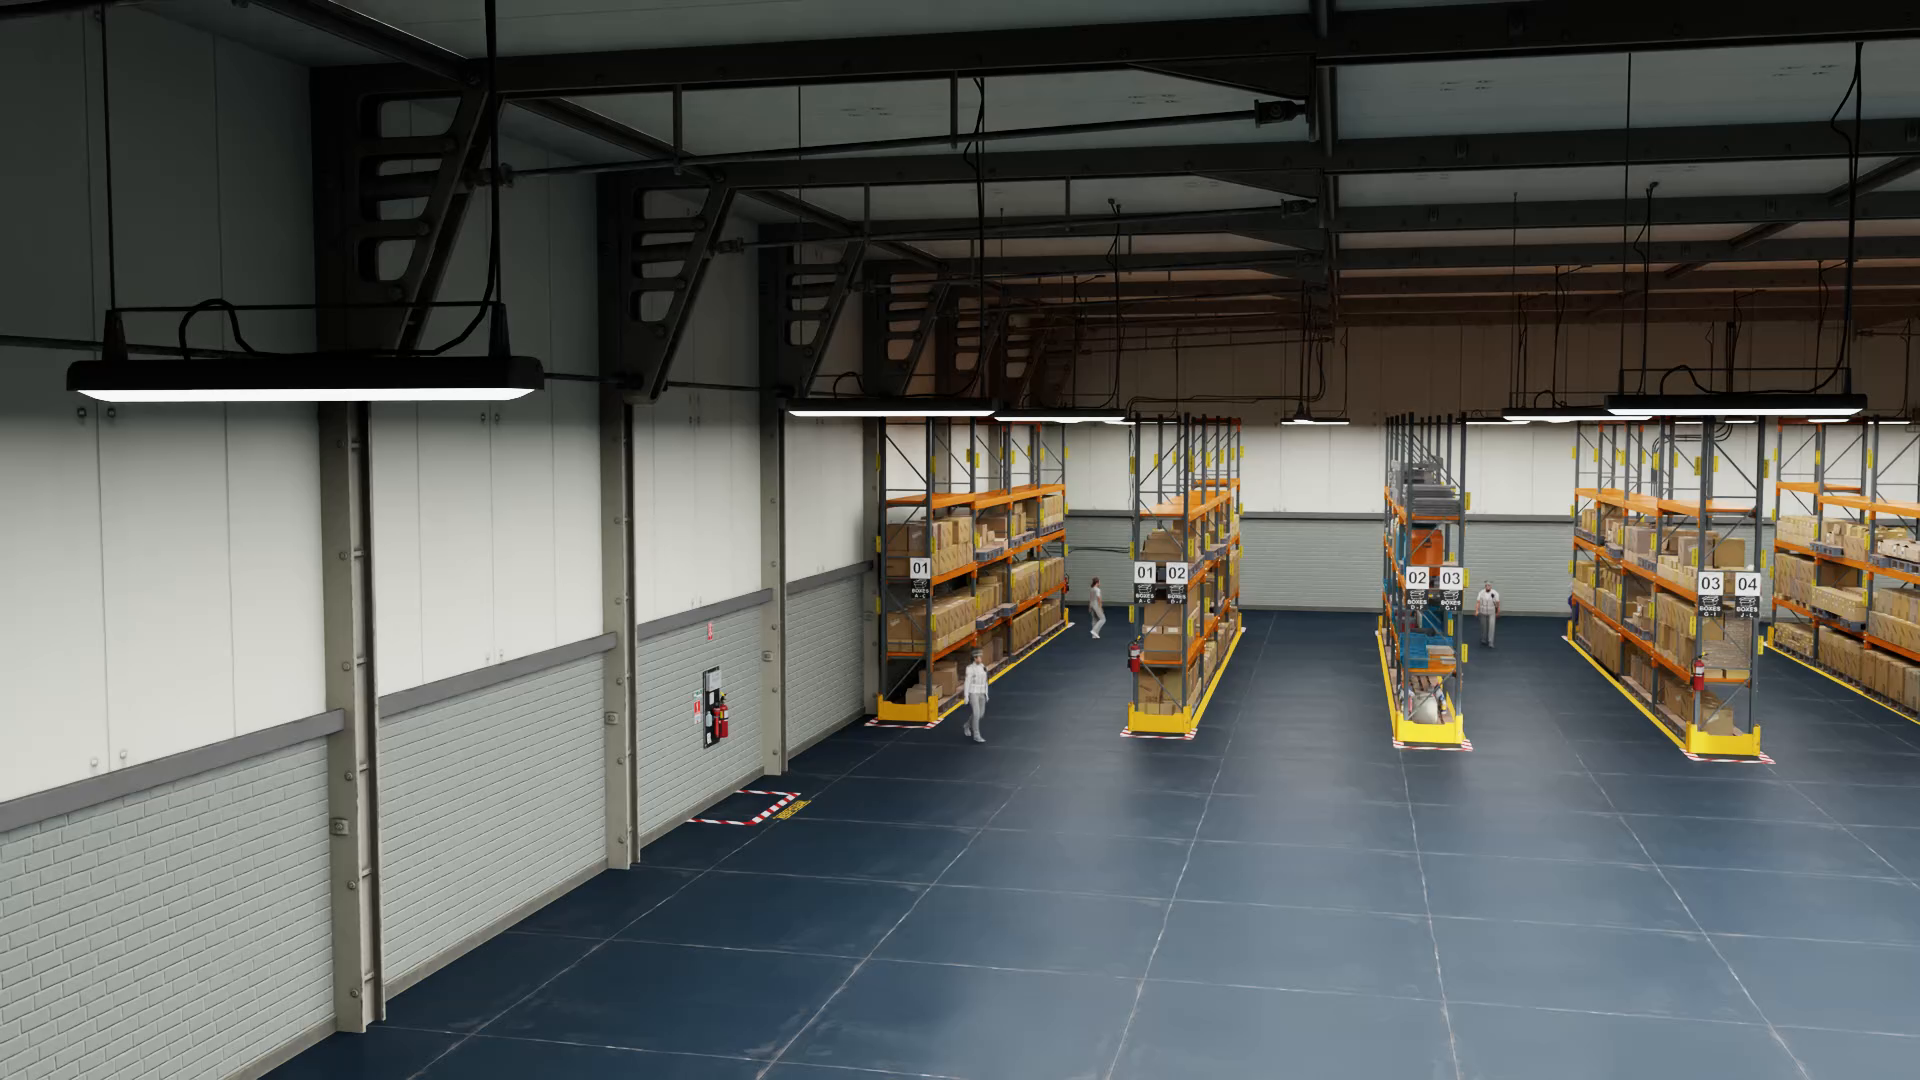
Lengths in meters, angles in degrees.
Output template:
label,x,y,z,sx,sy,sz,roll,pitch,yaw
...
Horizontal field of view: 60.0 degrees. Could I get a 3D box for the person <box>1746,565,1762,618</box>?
label,x,y,z,sx,sy,sz,roll,pitch,yaw
person,22.784,1.589,47.871,0.698,1.770,0.544,0,4,0

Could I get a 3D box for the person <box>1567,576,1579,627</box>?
label,x,y,z,sx,sy,sz,roll,pitch,yaw
person,17.286,1.755,46.708,0.383,1.701,0.537,3,5,34

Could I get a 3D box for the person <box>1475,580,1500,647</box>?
label,x,y,z,sx,sy,sz,roll,pitch,yaw
person,13.843,1.894,43.621,0.622,1.701,1.071,1,4,16

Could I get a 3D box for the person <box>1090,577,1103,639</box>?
label,x,y,z,sx,sy,sz,roll,pitch,yaw
person,3.669,1.853,45.015,0.496,1.667,0.615,-2,4,-26

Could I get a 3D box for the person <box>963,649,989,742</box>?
label,x,y,z,sx,sy,sz,roll,pitch,yaw
person,0.270,2.824,30.511,0.712,1.666,0.512,4,5,44
